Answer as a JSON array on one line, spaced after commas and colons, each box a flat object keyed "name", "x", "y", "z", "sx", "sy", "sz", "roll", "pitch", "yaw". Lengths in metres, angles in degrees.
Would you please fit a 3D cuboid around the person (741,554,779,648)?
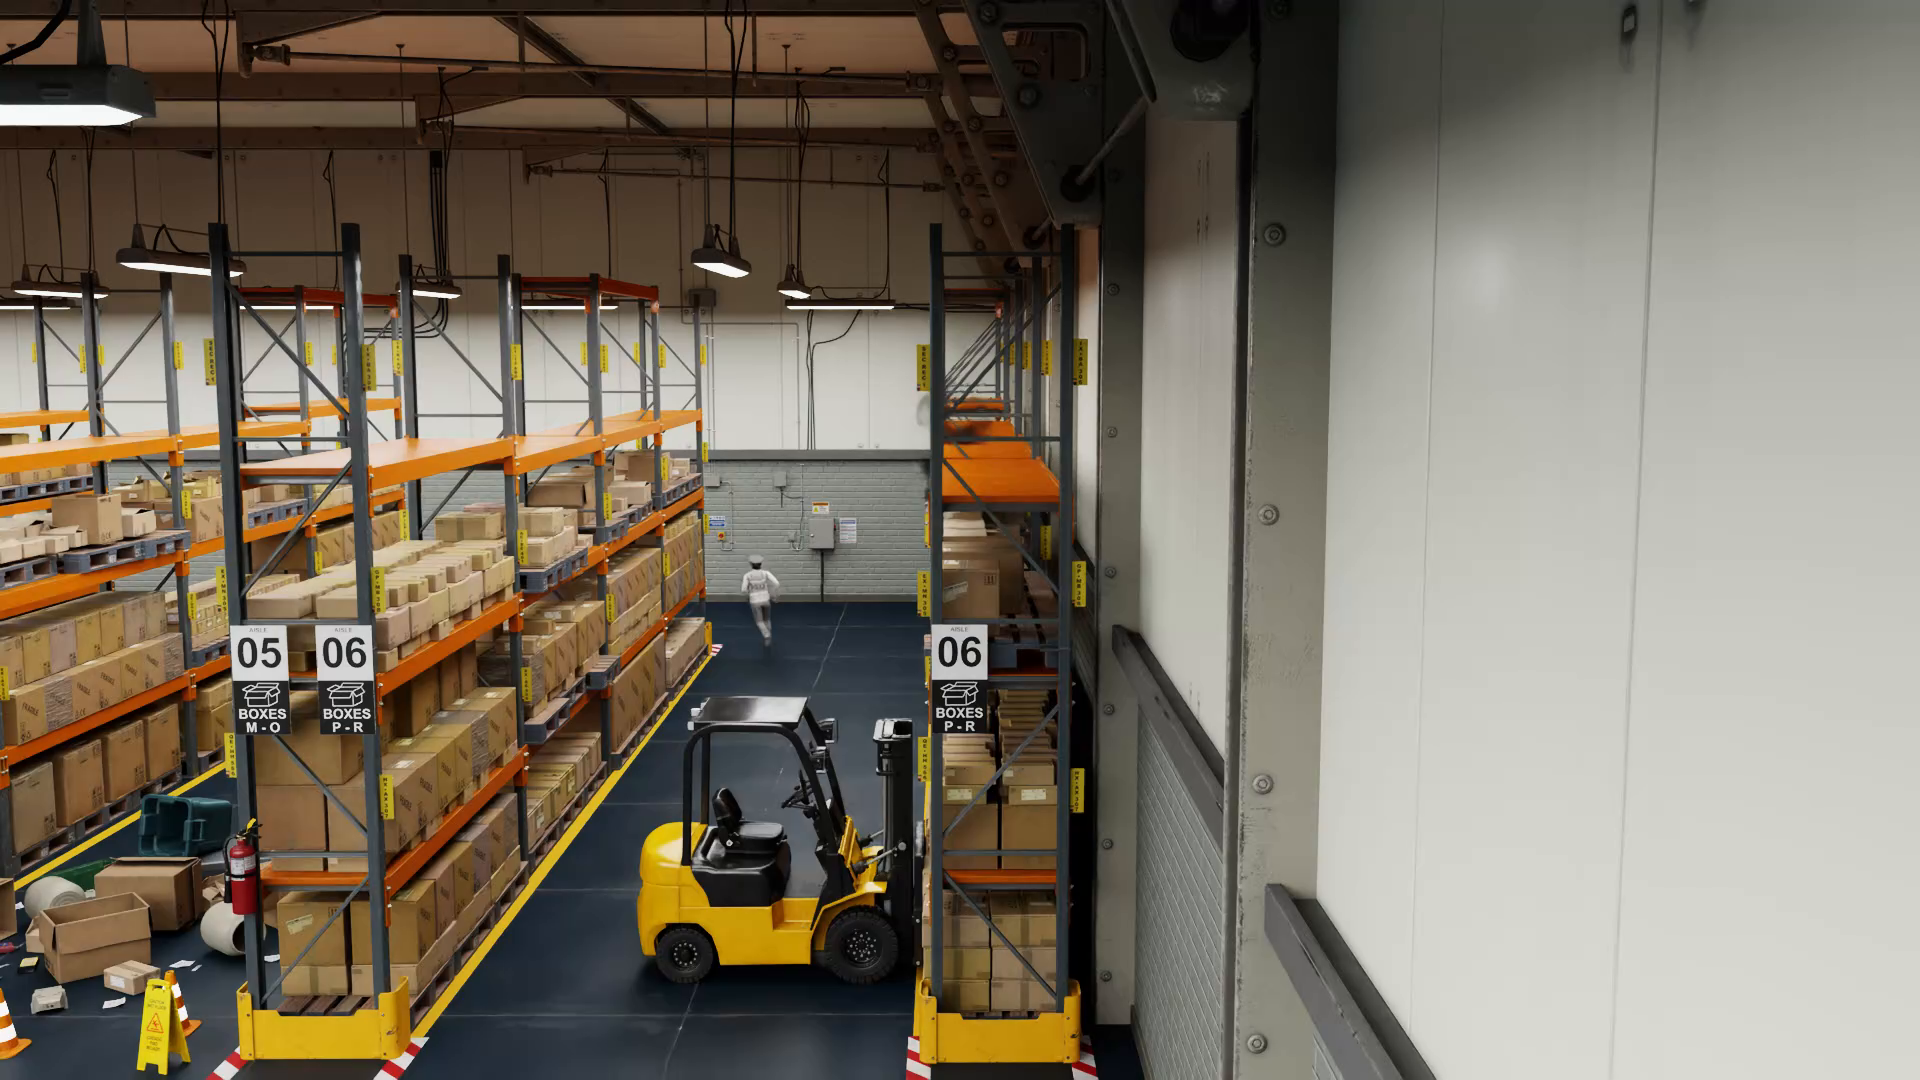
[{"name": "person", "x": -3.397, "y": 1.077, "z": 28.206, "sx": 0.656, "sy": 1.671, "sz": 0.737, "roll": -2, "pitch": 7, "yaw": -18}]
